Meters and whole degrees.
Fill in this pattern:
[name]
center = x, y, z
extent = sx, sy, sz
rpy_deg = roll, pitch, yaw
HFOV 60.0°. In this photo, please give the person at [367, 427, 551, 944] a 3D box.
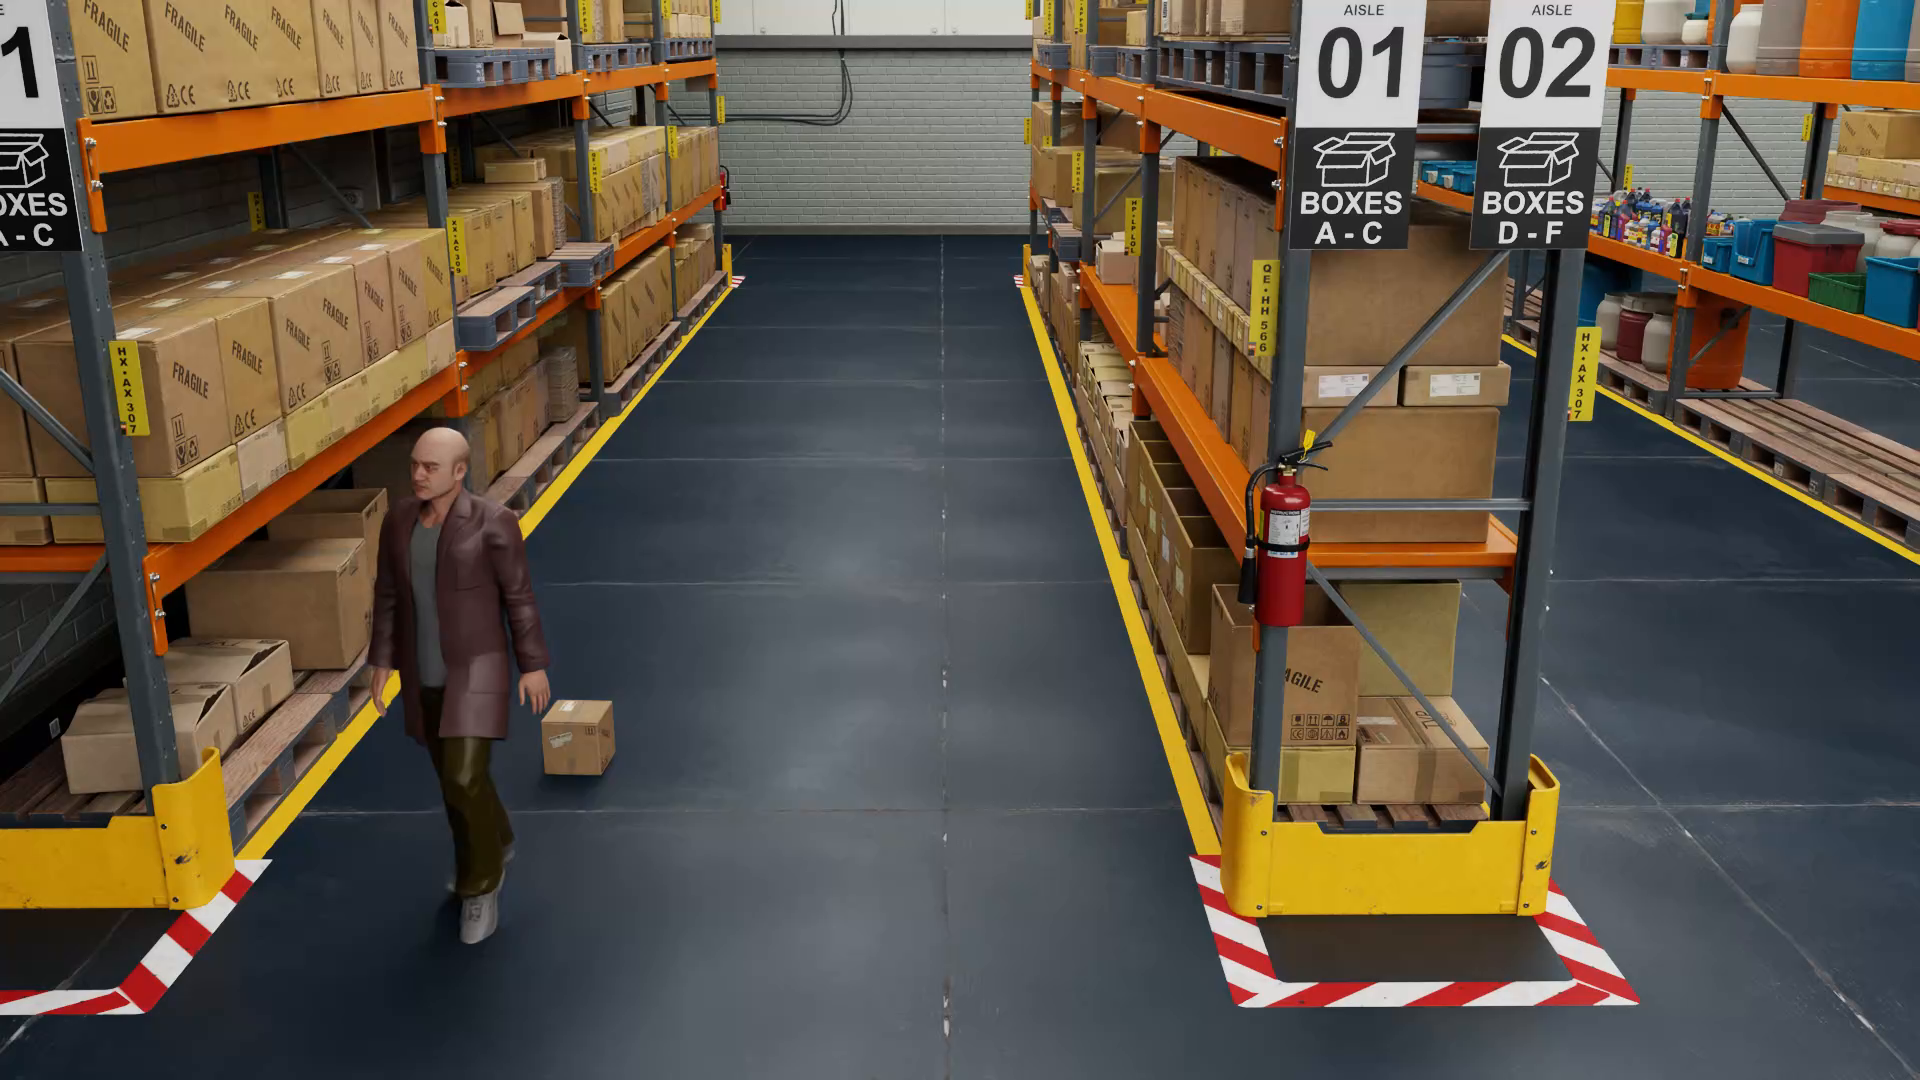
[person]
center = -1.792, 0.501, 5.947
extent = 0.631, 1.842, 0.580
rpy_deg = 6, 18, 19
